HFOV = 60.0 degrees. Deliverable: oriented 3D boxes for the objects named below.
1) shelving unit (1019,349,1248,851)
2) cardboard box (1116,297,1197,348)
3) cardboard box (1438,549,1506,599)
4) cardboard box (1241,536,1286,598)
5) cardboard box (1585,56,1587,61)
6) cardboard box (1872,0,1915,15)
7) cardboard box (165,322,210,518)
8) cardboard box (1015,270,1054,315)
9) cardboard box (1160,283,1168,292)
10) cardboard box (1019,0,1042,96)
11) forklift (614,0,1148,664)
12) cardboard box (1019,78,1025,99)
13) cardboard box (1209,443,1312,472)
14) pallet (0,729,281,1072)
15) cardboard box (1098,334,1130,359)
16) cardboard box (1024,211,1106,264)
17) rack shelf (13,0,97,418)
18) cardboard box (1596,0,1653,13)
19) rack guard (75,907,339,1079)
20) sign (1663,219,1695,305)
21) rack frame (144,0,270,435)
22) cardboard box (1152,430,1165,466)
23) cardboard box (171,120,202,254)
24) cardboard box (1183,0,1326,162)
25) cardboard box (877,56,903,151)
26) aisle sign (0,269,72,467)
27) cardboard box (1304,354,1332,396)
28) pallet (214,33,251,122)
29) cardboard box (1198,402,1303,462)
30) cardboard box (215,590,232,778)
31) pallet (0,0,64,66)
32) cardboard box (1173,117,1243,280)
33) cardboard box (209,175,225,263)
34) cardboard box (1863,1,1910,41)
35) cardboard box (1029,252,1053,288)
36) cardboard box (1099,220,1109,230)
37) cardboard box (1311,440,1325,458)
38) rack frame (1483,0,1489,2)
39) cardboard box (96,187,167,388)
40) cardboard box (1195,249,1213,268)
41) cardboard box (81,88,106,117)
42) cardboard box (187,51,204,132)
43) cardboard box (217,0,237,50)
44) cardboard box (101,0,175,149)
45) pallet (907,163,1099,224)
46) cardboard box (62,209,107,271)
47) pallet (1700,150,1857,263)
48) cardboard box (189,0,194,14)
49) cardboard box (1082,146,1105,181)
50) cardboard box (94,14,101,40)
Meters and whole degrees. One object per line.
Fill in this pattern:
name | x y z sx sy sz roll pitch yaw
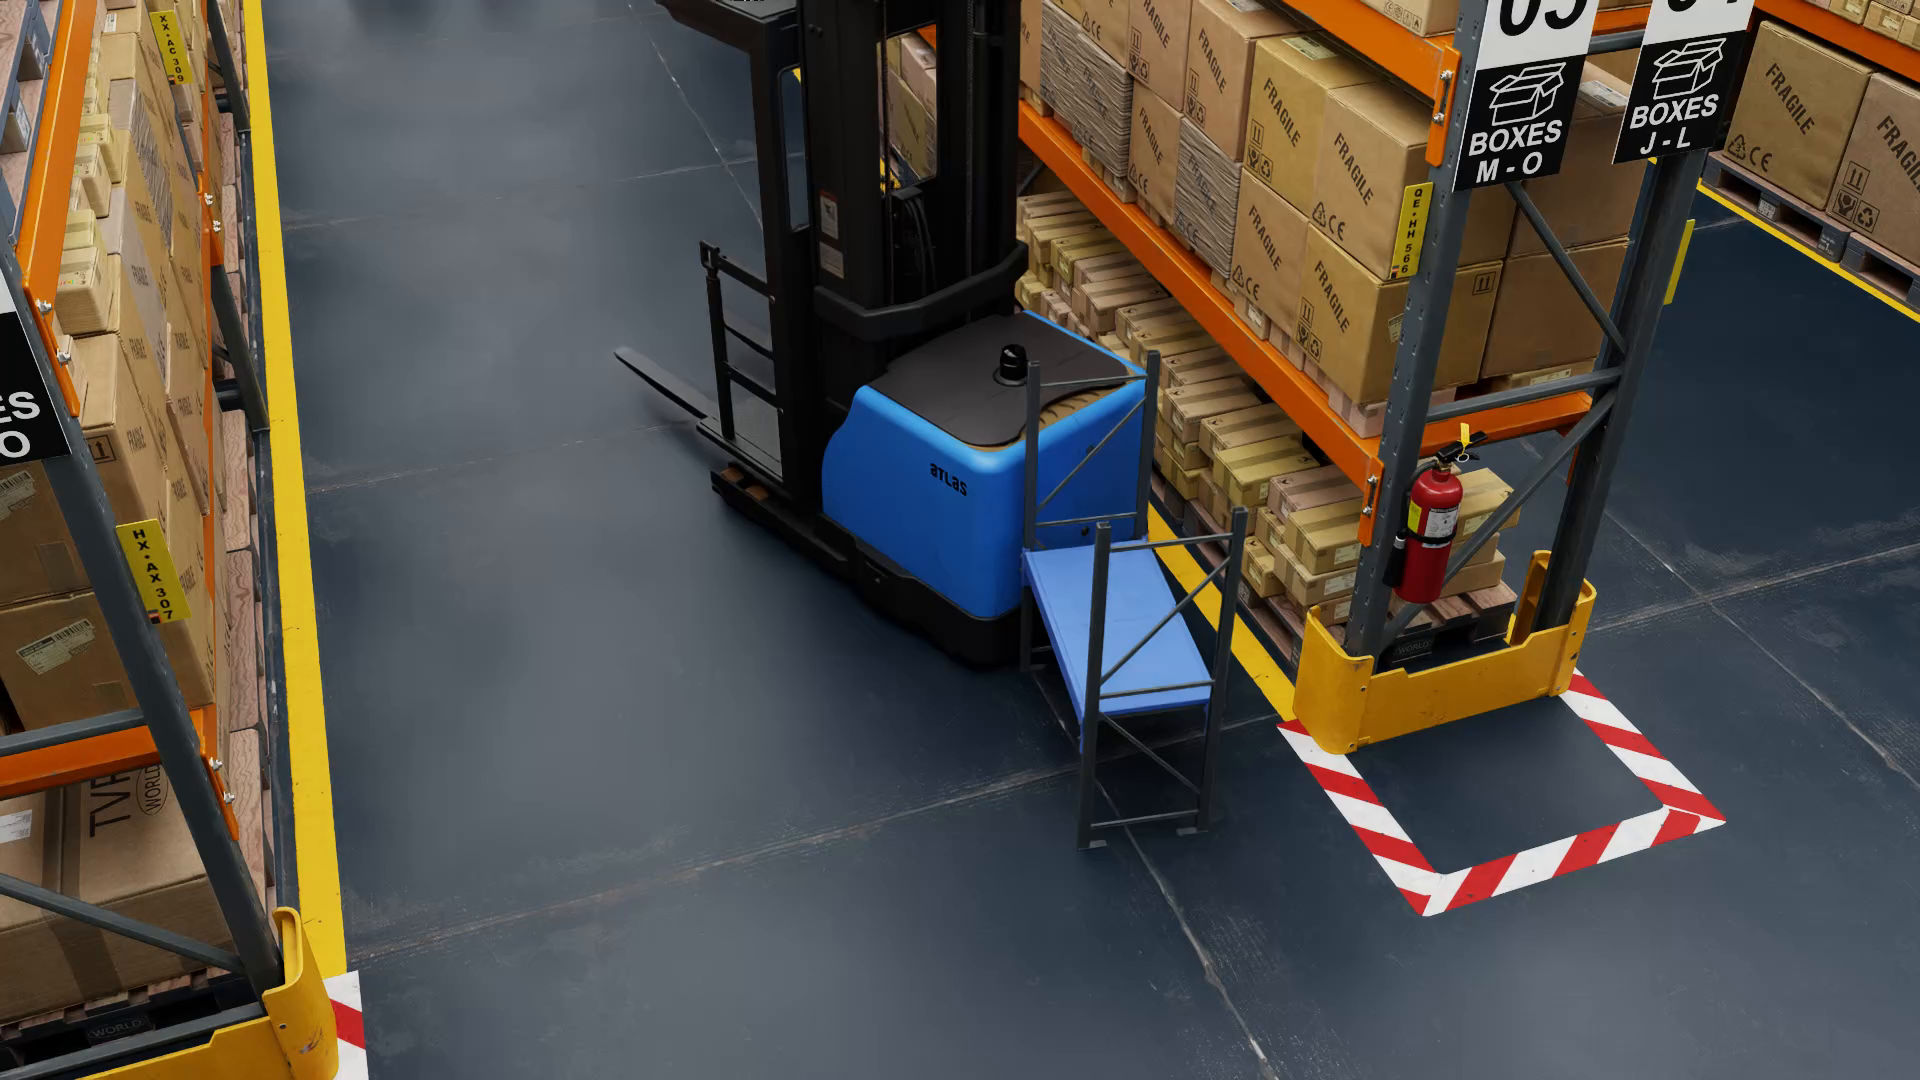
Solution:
shelving unit | 0.592 0.225 6.205 0.538 1.500 1.048 -6 37 -8
cardboard box | 0.993 -1.055 8.183 0.380 0.149 0.250 -14 39 -18
cardboard box | 2.100 0.102 7.142 0.380 0.149 0.250 -12 39 -15
cardboard box | 1.419 0.086 7.164 0.380 0.149 0.250 -11 38 -15
cardboard box | 4.747 -3.917 11.875 1.225 0.875 0.875 -14 39 -18
cardboard box | 5.377 -3.194 9.374 0.500 0.250 0.500 -13 39 -16
cardboard box | -2.887 -0.367 5.660 0.500 0.500 0.500 -13 39 -16
cardboard box | 0.518 -1.373 9.100 0.380 0.149 0.250 -11 38 -15
cardboard box | 1.203 -1.448 8.705 0.380 0.149 0.250 -11 38 -14
cardboard box | 0.537 -2.593 8.369 0.500 0.500 0.500 -13 39 -17
forklift | -0.540 -1.451 7.241 1.130 2.935 3.031 -29 46 -33
cardboard box | 0.393 -2.438 8.703 0.380 0.149 0.250 -11 38 -14
cardboard box | 1.354 -0.360 7.508 0.380 0.149 0.250 -13 39 -16
pallet | -2.982 1.253 5.911 1.003 0.211 1.213 -12 39 -16
cardboard box | 0.906 -0.920 8.251 0.380 0.149 0.250 -13 39 -16
cardboard box | 0.566 -1.628 8.944 0.380 0.149 0.250 -11 38 -14
rack shelf | -3.322 -1.466 5.307 1.077 0.370 4.000 -12 39 -16
cardboard box | 2.065 -1.952 5.479 0.500 0.250 0.500 -11 38 -14
rack guard | -2.625 1.587 5.227 1.175 0.500 0.348 -12 39 -16
sign | 2.489 -0.965 5.819 0.100 0.325 0.005 -12 39 -16
rack frame | -4.010 -1.685 7.493 1.000 3.000 0.127 -12 39 -16
cardboard box | 1.090 -0.508 7.952 0.380 0.149 0.250 -12 39 -15
cardboard box | -3.610 -1.515 7.186 0.500 0.500 0.500 -12 39 -16
cardboard box | 1.227 -1.850 6.552 0.500 0.500 0.500 -11 38 -14
cardboard box | -0.237 -2.882 10.812 0.500 0.500 0.500 -13 39 -17
aisle sign | -2.336 -0.483 3.737 0.394 0.787 0.004 -12 39 -16
cardboard box | 1.552 -0.680 6.369 0.380 0.149 0.250 -13 39 -16
pallet | -5.654 -3.272 11.919 1.003 0.211 1.213 -12 39 -16
cardboard box | 1.289 -0.453 7.385 0.380 0.149 0.250 -14 39 -18
cardboard box | -3.277 0.563 6.289 0.875 0.438 0.875 -11 38 -15
pallet | -3.322 -1.695 5.088 1.003 0.211 1.213 -12 39 -16
cardboard box | 1.227 -1.443 6.842 0.500 0.500 0.500 -12 39 -16
cardboard box | -4.617 -1.846 9.125 0.875 0.875 0.875 -11 38 -15
cardboard box | 5.358 -2.955 9.388 0.380 0.149 0.250 -13 39 -17
cardboard box | 0.599 -1.519 9.047 0.380 0.149 0.250 -12 39 -16
cardboard box | 1.010 -1.802 9.423 0.380 0.149 0.250 -12 39 -15
cardboard box | 1.845 -0.458 7.638 0.380 0.149 0.250 -11 38 -15
rack frame | 1.979 -2.903 4.125 1.000 3.000 0.127 -12 39 -16
cardboard box | -2.900 -0.774 5.370 0.500 0.500 0.500 -13 39 -16
cardboard box | 1.241 -1.278 7.163 0.380 0.149 0.250 -14 39 -18
cardboard box | -3.126 -1.404 5.667 0.380 0.149 0.250 -12 39 -16
cardboard box | -4.093 -2.220 8.329 0.500 0.250 0.500 -13 39 -17
cardboard box | -5.833 -3.799 12.135 0.950 0.372 0.625 -13 39 -17
cardboard box | -3.588 -1.914 6.884 0.500 0.500 0.500 -13 39 -16
pallet | 0.334 -2.092 10.352 1.003 0.211 1.213 -12 39 -16
cardboard box | -2.742 -0.830 4.906 0.380 0.149 0.250 -14 39 -17
pallet | 5.483 -2.177 10.464 1.003 0.211 1.213 -12 39 -16
cardboard box | -4.427 -2.996 8.943 0.500 0.250 0.500 -14 39 -17
cardboard box | 0.806 -1.857 7.931 0.380 0.149 0.250 -12 39 -15
cardboard box | -3.540 -1.961 6.406 0.380 0.149 0.250 -12 39 -16
